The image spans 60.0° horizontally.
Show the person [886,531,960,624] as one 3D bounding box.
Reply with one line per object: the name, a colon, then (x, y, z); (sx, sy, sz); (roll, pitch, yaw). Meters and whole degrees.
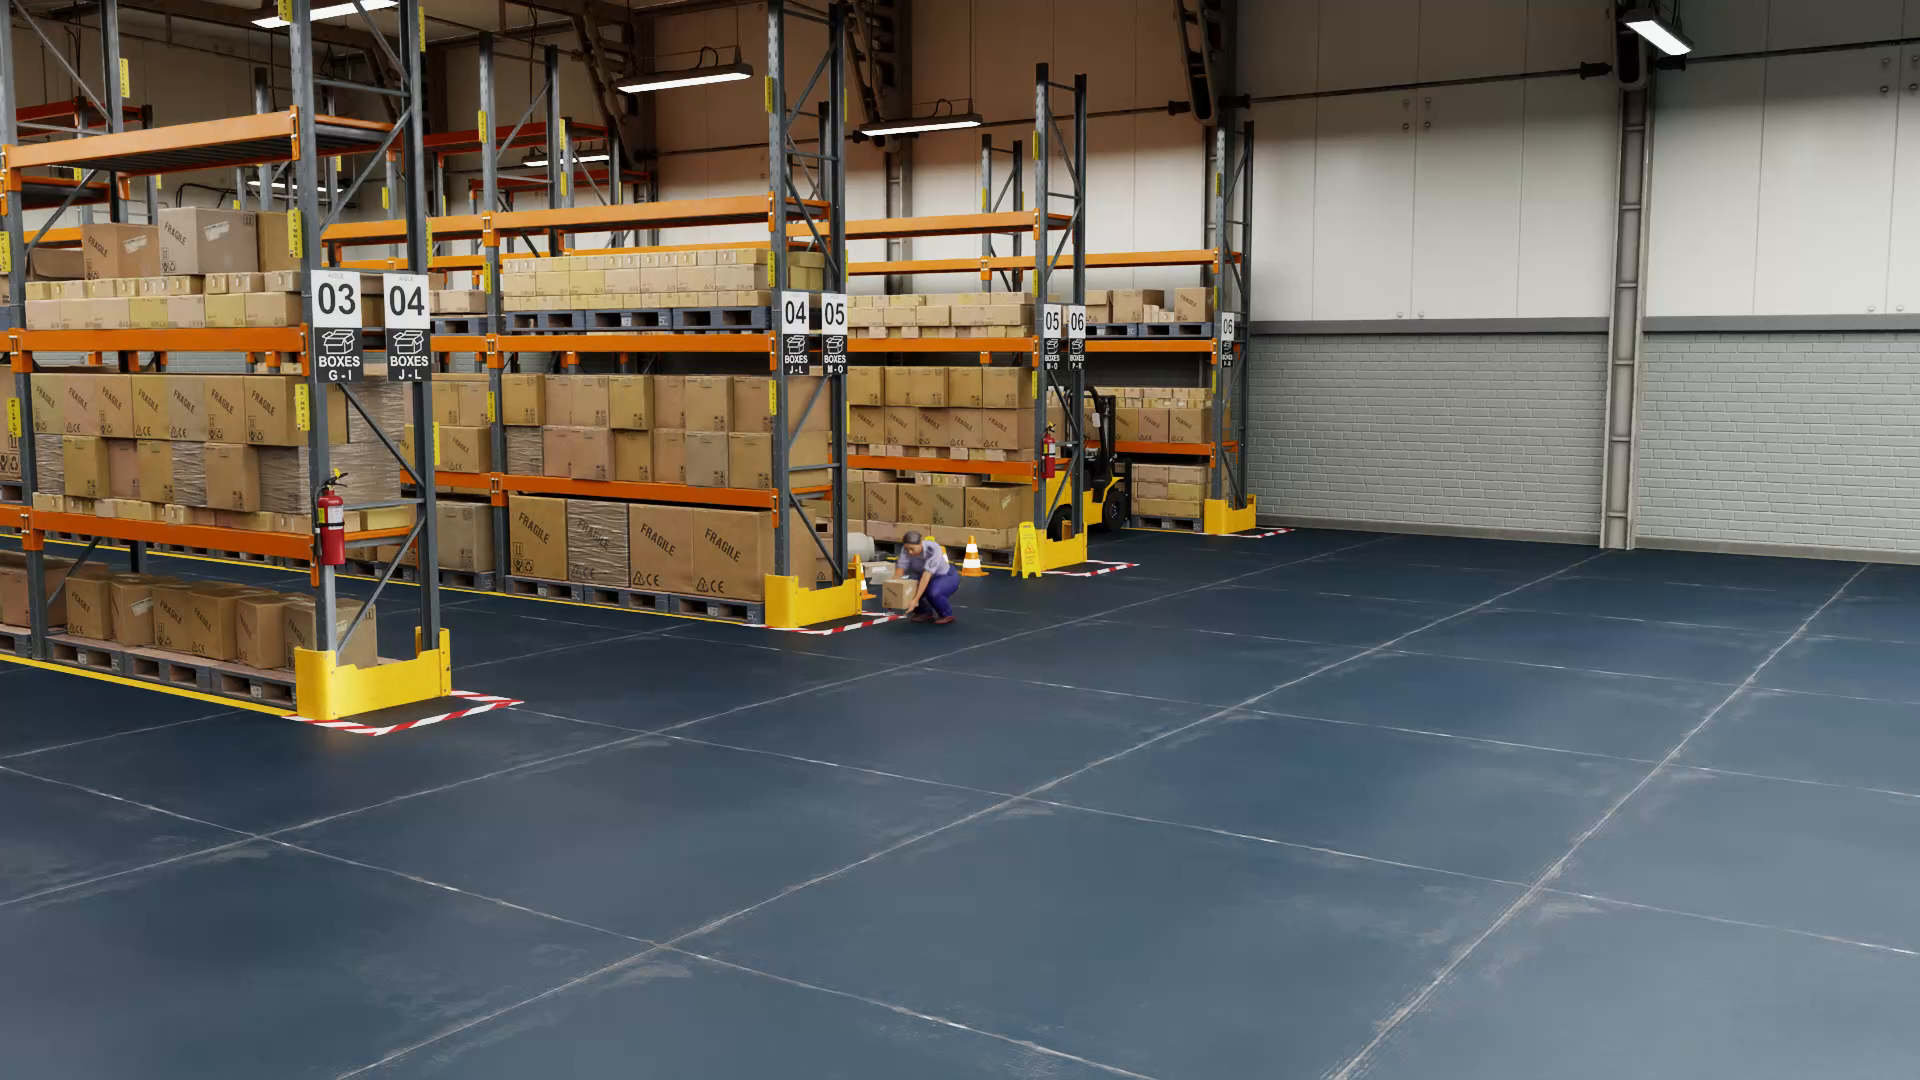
person: (-0.353, 0.353, 16.171); (0.517, 0.942, 0.848); (5, 8, 37)
